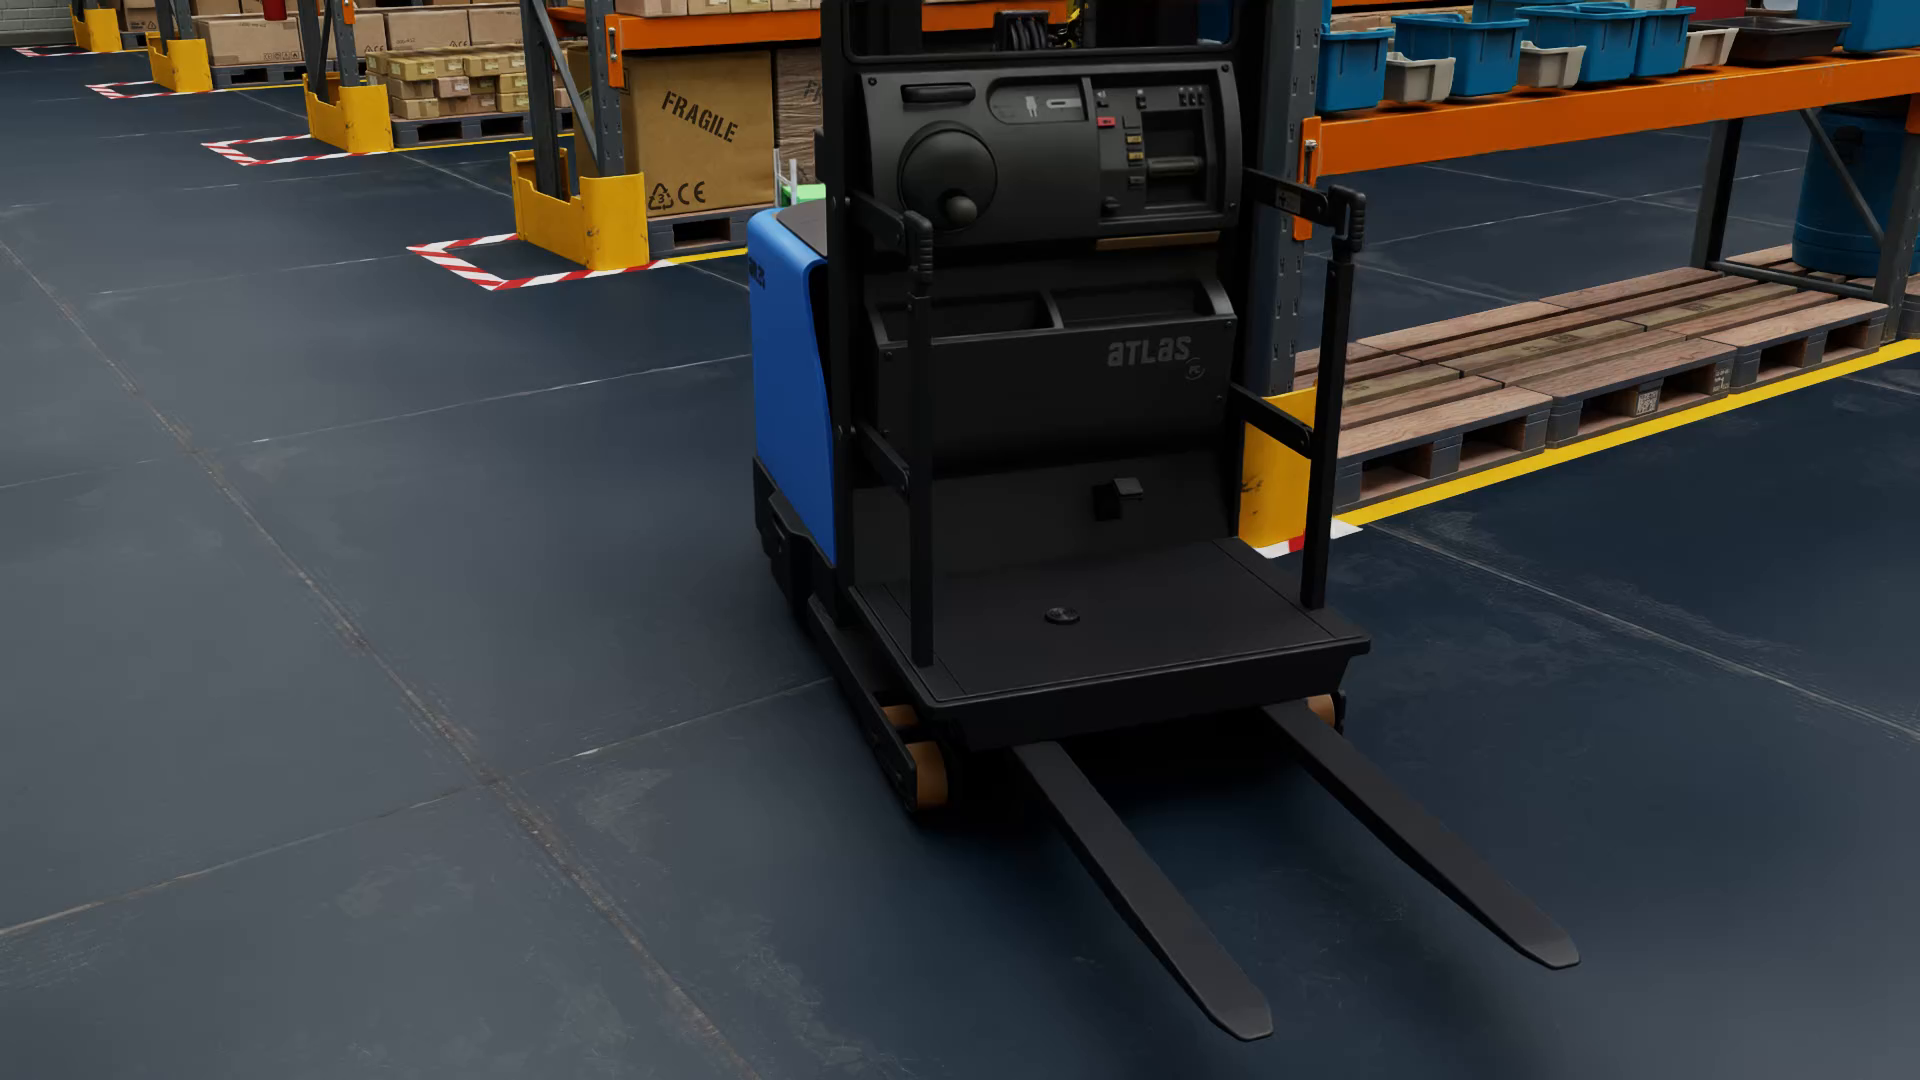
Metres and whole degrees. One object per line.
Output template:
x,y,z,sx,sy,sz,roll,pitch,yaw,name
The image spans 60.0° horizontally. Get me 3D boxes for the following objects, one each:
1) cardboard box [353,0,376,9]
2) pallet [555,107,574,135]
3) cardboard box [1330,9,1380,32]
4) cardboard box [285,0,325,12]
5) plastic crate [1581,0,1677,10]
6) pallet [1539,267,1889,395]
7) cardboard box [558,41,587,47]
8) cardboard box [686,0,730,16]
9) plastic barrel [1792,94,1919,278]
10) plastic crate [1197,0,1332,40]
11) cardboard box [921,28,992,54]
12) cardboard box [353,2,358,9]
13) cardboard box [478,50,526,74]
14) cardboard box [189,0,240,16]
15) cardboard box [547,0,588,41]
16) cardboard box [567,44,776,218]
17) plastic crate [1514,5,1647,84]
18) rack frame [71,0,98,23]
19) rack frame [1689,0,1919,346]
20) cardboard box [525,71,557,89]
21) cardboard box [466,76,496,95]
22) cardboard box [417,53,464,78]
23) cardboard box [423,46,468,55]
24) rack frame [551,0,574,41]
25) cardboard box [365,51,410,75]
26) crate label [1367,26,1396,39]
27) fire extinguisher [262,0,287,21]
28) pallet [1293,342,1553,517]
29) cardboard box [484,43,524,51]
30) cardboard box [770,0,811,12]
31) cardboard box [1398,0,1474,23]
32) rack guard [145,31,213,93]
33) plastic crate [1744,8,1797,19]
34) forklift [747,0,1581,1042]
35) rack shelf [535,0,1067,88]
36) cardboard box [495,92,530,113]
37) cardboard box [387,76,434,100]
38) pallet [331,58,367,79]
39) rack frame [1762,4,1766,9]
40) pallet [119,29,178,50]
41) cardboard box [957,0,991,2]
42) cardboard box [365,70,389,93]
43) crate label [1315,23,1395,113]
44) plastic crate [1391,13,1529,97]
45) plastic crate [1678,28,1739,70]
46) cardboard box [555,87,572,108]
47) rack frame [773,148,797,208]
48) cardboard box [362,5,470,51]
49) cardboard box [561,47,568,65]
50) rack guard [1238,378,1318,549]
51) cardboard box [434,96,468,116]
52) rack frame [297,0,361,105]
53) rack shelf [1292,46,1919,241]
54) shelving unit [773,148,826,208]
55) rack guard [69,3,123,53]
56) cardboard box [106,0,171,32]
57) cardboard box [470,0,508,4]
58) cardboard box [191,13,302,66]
-8.278,-7.282,22.659,0.500,0.311,0.500,-14,26,-31,cardboard box
-3.245,-3.731,14.461,1.213,0.211,1.003,-15,26,-33,pallet
2.319,-3.480,12.370,0.875,0.875,1.225,-16,27,-35,cardboard box
-8.740,-7.078,21.892,0.500,0.500,0.700,-16,27,-35,cardboard box
2.631,-2.141,6.794,0.530,0.282,0.437,-15,26,-33,plastic crate
3.404,-0.978,7.561,1.213,0.211,1.003,-15,26,-33,pallet
-3.413,-4.252,14.482,0.250,0.149,0.380,-15,26,-33,cardboard box
-1.473,-2.985,9.168,0.250,0.149,0.380,-15,26,-34,cardboard box
4.430,-1.777,8.066,0.708,0.901,0.600,-15,26,-33,plastic barrel
0.894,-1.751,5.608,0.499,0.435,0.616,-15,26,-33,plastic crate
-0.227,-2.828,10.737,0.875,0.875,0.875,-15,26,-33,cardboard box
-8.174,-7.046,22.130,0.258,0.266,0.396,-14,26,-31,cardboard box
-3.766,-3.931,13.677,0.250,0.149,0.380,-16,27,-35,cardboard box
-9.582,-6.853,21.329,0.500,0.500,0.700,-14,26,-31,cardboard box
-4.245,-6.281,19.391,0.875,0.875,0.875,-14,26,-31,cardboard box
-1.688,-2.439,9.761,0.875,0.875,0.875,-15,26,-33,cardboard box
2.193,-1.767,5.923,0.300,0.233,0.416,-15,26,-33,plastic crate
-10.851,-7.542,20.249,0.127,3.000,1.000,-15,26,-33,rack frame
3.978,-2.444,7.473,0.127,3.000,1.000,-15,26,-33,rack frame
-3.567,-3.858,13.896,0.250,0.149,0.380,-16,27,-35,cardboard box
-3.998,-3.749,13.623,0.250,0.149,0.380,-15,26,-32,cardboard box
-4.199,-3.836,13.440,0.250,0.149,0.380,-14,26,-32,cardboard box
-4.321,-4.051,13.979,0.250,0.149,0.380,-16,27,-34,cardboard box
-4.702,-6.915,18.678,0.127,3.000,1.000,-15,26,-33,rack frame
-4.694,-3.920,13.650,0.250,0.149,0.380,-15,26,-32,cardboard box
1.743,-1.840,6.235,0.243,0.136,0.396,-15,26,-33,crate label
-5.450,-4.457,13.126,0.183,0.674,0.296,-15,26,-33,fire extinguisher
1.424,-0.449,6.238,1.213,0.211,1.003,-15,26,-33,pallet
-3.888,-4.163,14.260,0.250,0.149,0.380,-14,26,-31,cardboard box
-1.054,-3.097,9.449,0.250,0.149,0.380,-15,26,-34,cardboard box
3.760,-3.865,13.334,0.875,0.875,1.225,-16,27,-35,cardboard box
-7.968,-4.883,16.959,0.348,0.500,1.175,-15,26,-33,rack guard
3.517,-2.291,7.366,0.243,0.136,0.396,-15,26,-33,plastic crate
0.298,-0.903,3.704,1.130,2.935,3.031,-7,23,-17,forklift
-0.538,-3.167,10.255,4.000,0.370,1.077,-15,26,-33,rack shelf
-3.730,-3.629,13.724,0.250,0.149,0.380,-15,26,-32,cardboard box
-4.401,-3.627,13.318,0.250,0.149,0.380,-14,26,-31,cardboard box
-6.356,-5.213,18.176,1.213,0.211,1.003,-15,26,-33,pallet
7.580,-5.665,15.546,0.127,3.000,1.000,-15,26,-33,rack frame
-10.142,-6.436,21.240,1.213,0.211,1.003,-15,26,-33,pallet
-0.013,-3.374,10.144,0.250,0.149,0.380,-15,26,-34,cardboard box
-4.714,-3.791,13.728,0.250,0.149,0.380,-16,27,-34,cardboard box
1.124,-1.482,5.209,0.303,0.233,0.416,-15,26,-33,crate label
1.659,-1.625,5.566,0.300,0.233,0.416,-15,26,-33,plastic crate
2.740,-1.882,6.339,0.466,0.136,0.293,-15,26,-33,plastic crate
-3.325,-3.741,14.004,0.250,0.149,0.380,-16,27,-35,cardboard box
-0.545,-0.641,5.385,0.015,1.200,0.240,-7,23,-18,rack frame
-6.000,-5.622,18.330,0.875,0.438,0.875,-16,27,-34,cardboard box
-3.295,-4.031,13.929,0.250,0.149,0.380,-14,26,-32,cardboard box
0.720,-0.408,5.743,0.348,0.500,1.175,-15,26,-33,rack guard
-4.199,-3.551,13.529,0.250,0.149,0.380,-15,26,-33,cardboard box
-4.976,-4.582,12.831,0.127,3.000,1.000,-15,26,-33,rack frame
2.355,-1.677,6.521,4.000,0.370,1.077,-15,26,-33,rack shelf
-0.314,-0.671,5.459,0.503,1.200,0.258,-7,23,-18,shelving unit
-10.789,-6.397,20.753,0.348,0.500,1.175,-15,26,-33,rack guard
-10.299,-6.681,20.894,0.637,0.503,0.797,-16,27,-35,cardboard box
-6.653,-7.597,23.193,0.500,0.500,0.500,-15,26,-34,cardboard box
-7.471,-5.227,17.339,0.875,0.438,0.875,-16,27,-35,cardboard box
